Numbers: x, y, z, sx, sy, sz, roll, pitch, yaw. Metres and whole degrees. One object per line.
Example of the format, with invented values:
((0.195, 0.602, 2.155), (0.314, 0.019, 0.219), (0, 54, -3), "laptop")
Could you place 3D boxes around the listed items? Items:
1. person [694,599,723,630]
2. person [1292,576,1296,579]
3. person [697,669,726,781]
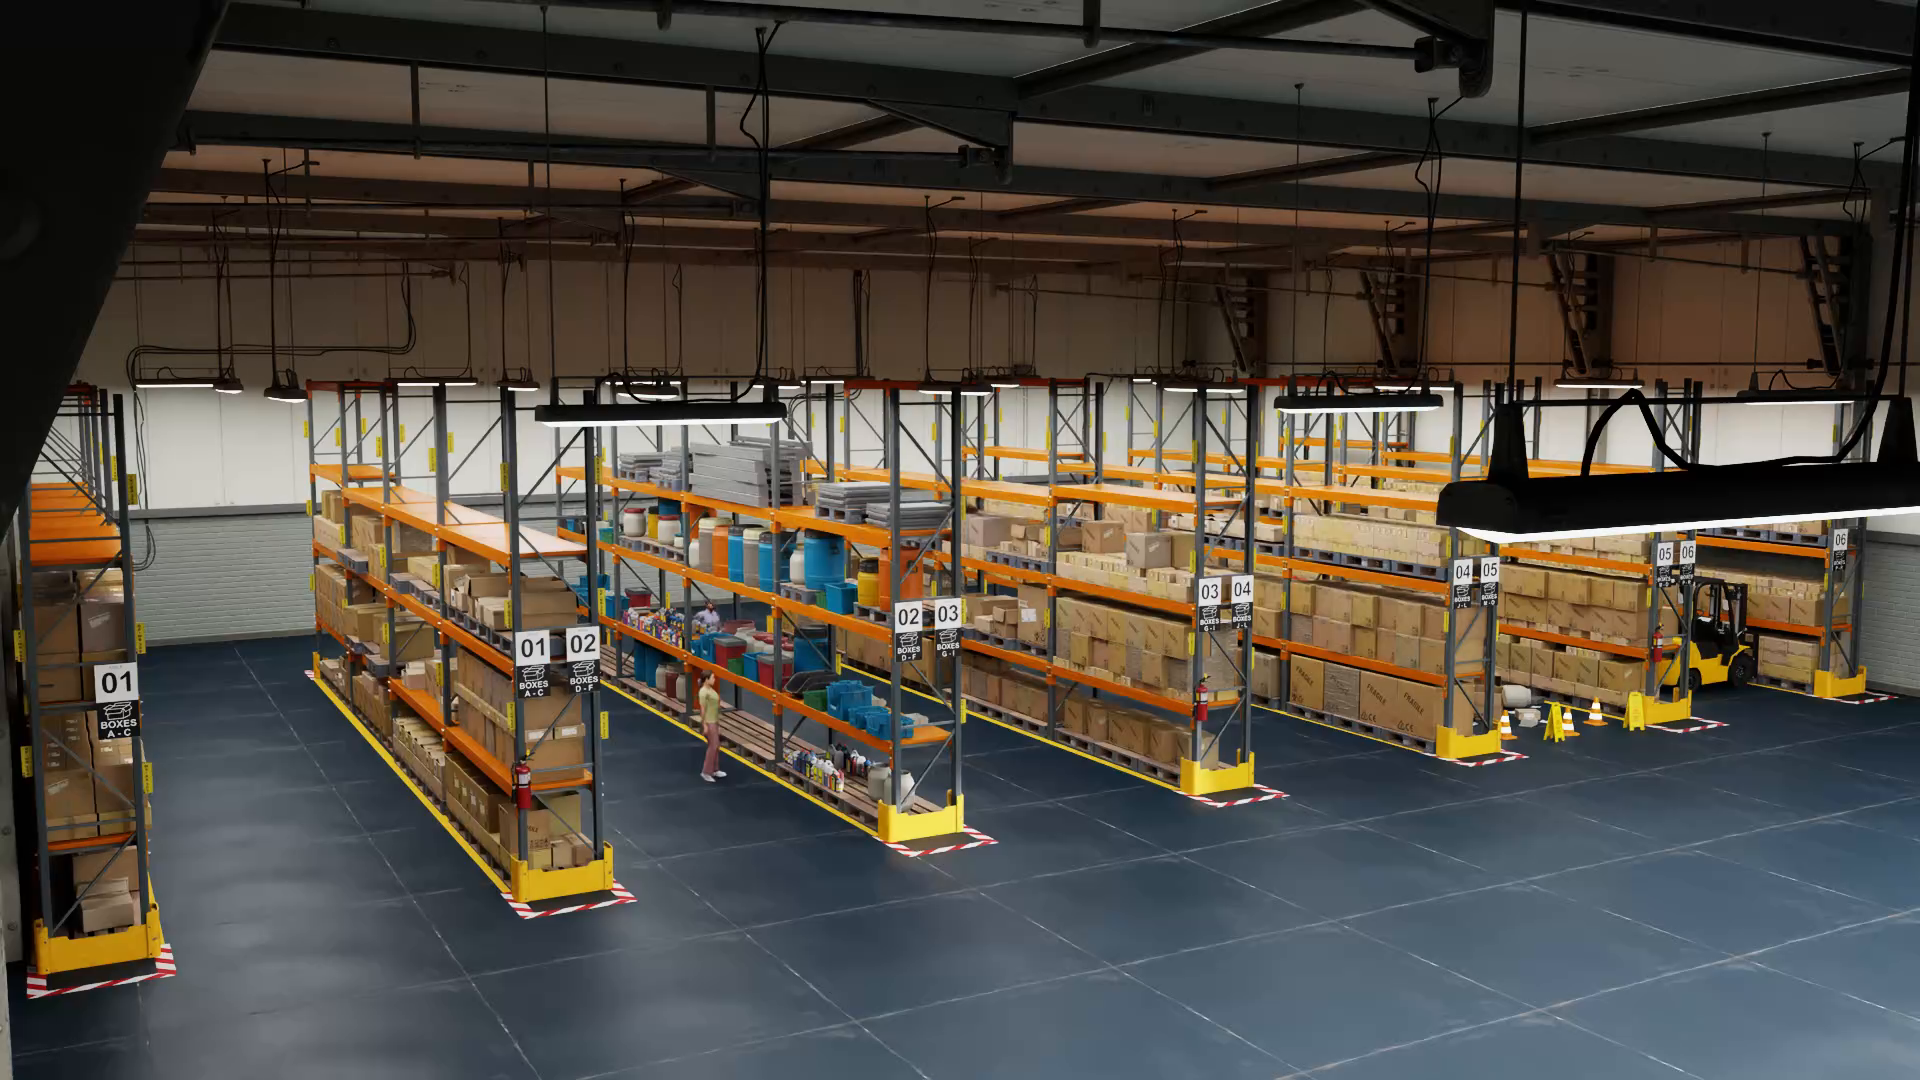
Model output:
((-5.022, 2.000, 33.404), (0.642, 1.641, 0.621), (-5, 8, -41), "person")
((7.013, 1.655, 35.588), (0.623, 1.821, 0.542), (-6, 8, -44), "person")
((-3.815, 2.835, 25.428), (0.425, 1.724, 0.504), (1, 6, 6), "person")
